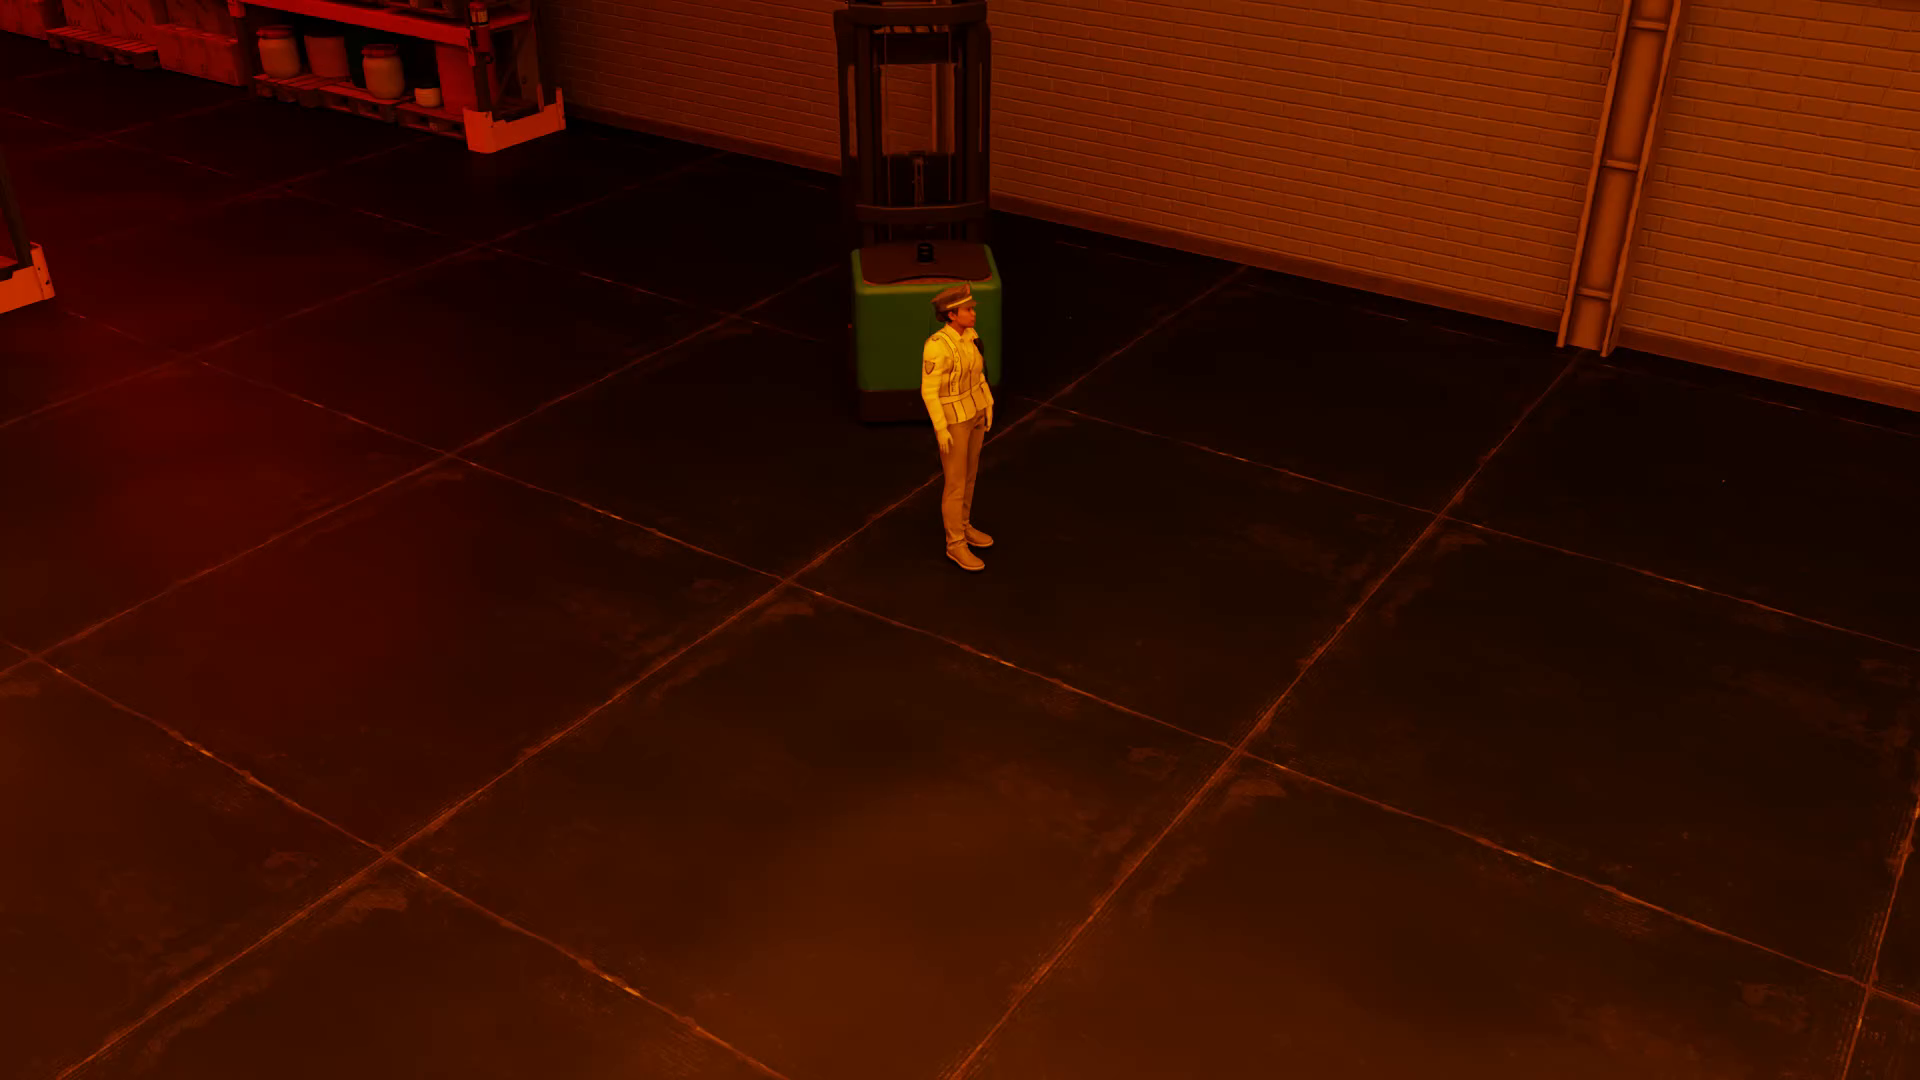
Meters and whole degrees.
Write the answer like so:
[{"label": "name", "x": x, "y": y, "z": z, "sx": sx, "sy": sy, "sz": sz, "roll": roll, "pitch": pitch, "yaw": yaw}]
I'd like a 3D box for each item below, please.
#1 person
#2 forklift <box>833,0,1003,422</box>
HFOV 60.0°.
[{"label": "person", "x": 0.053, "y": -0.717, "z": 10.033, "sx": 0.532, "sy": 1.694, "sz": 0.586, "roll": 19, "pitch": 35, "yaw": 29}, {"label": "forklift", "x": -0.350, "y": -2.818, "z": 12.435, "sx": 1.130, "sy": 2.935, "sz": 3.031, "roll": -3, "pitch": 30, "yaw": -5}]
